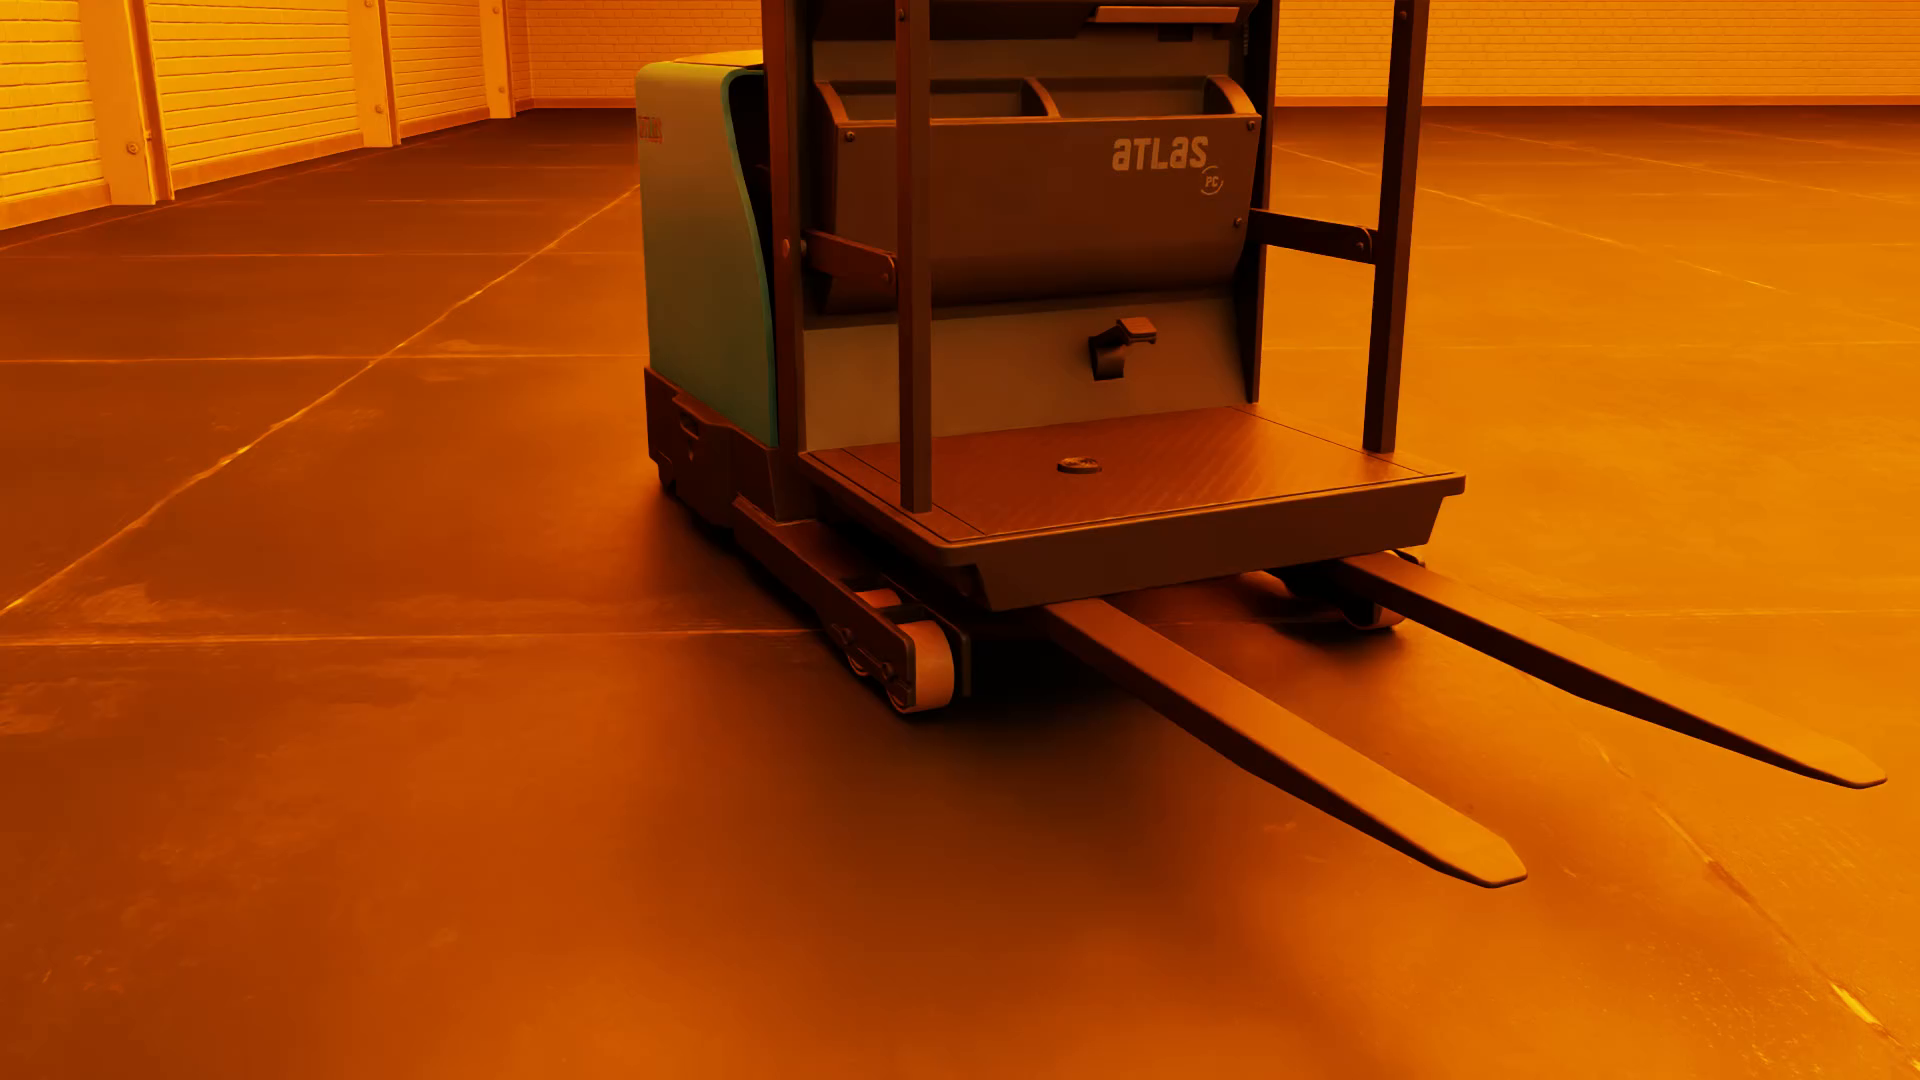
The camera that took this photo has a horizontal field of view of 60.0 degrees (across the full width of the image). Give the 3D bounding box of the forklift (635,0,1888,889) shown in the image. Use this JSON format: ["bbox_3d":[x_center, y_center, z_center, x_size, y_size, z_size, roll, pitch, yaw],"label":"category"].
[{"bbox_3d":[0.258,-1.240,2.962,1.130,2.935,3.031,-8,19,-24],"label":"forklift"}]
